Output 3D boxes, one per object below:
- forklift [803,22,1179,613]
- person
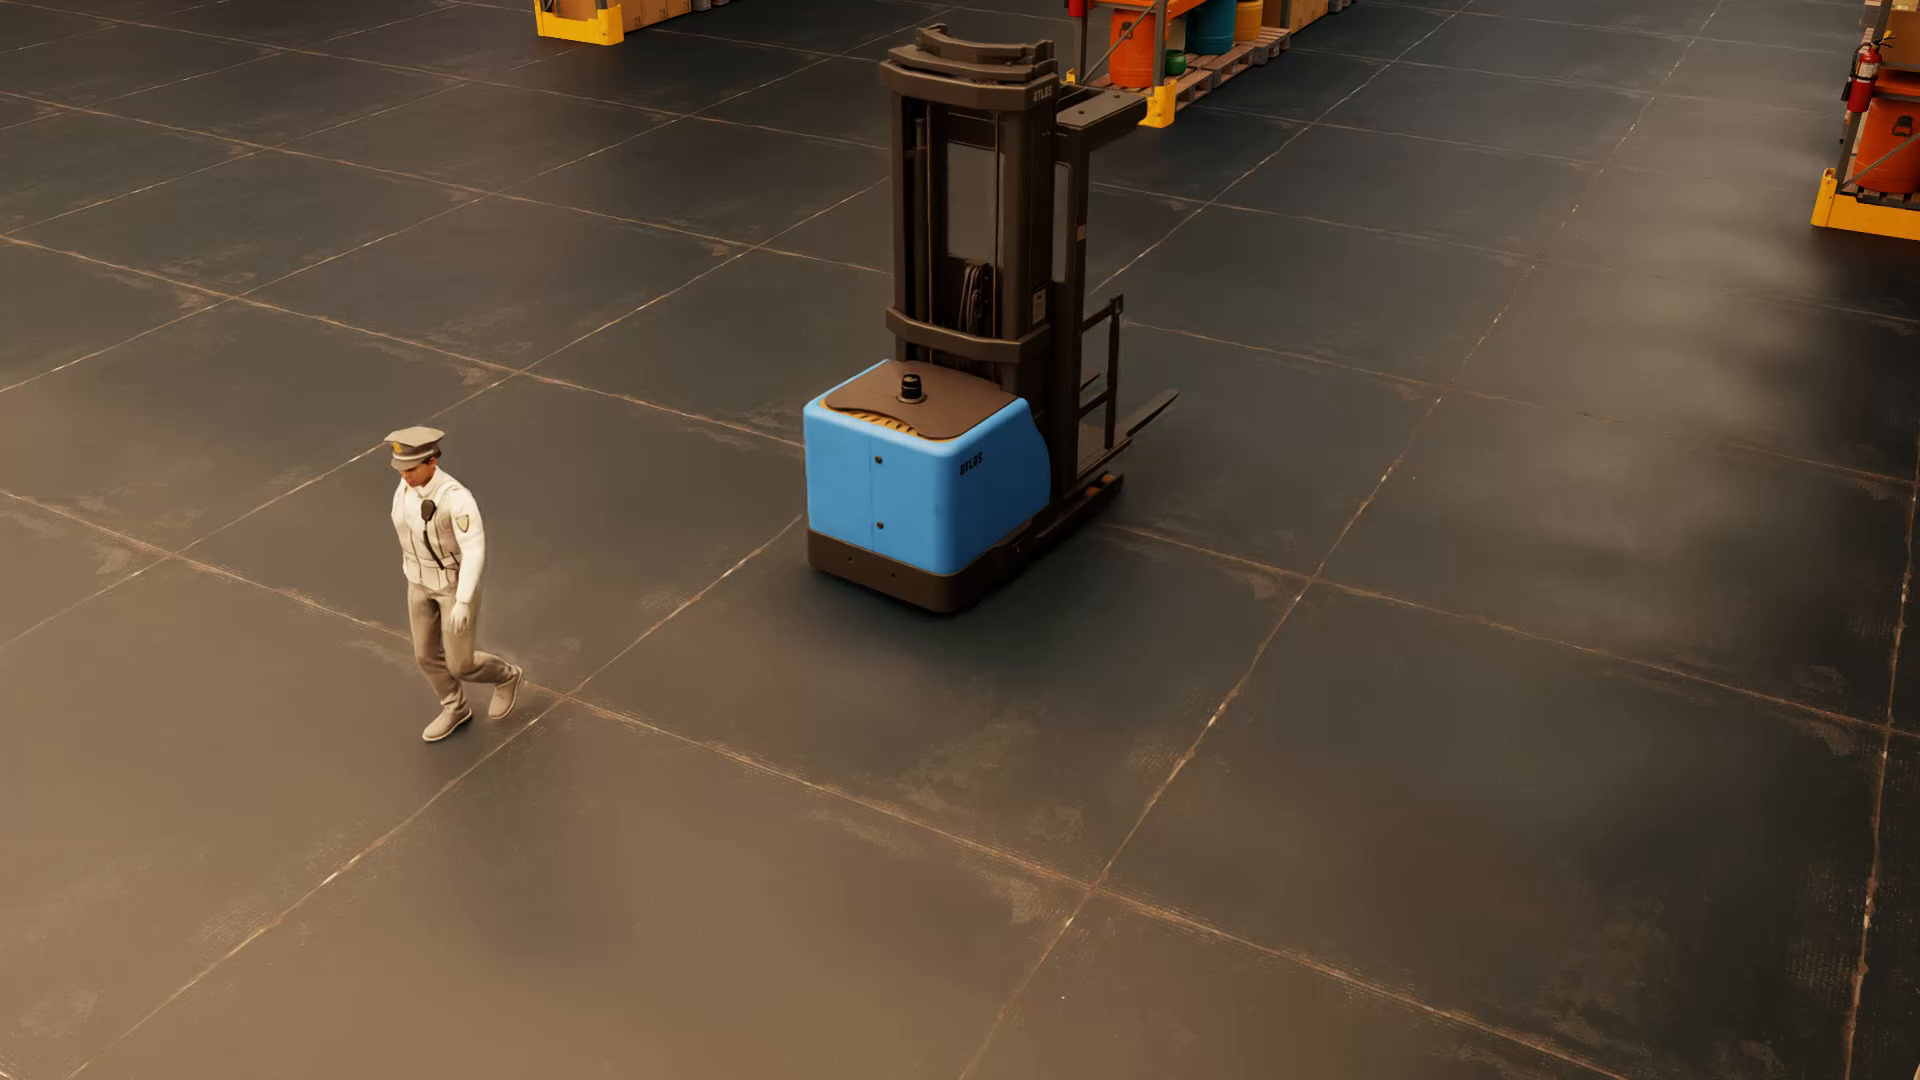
[{"bbox_3d":[0.362,-1.556,9.767,1.130,2.935,3.031,19,35,29],"label":"forklift"},{"bbox_3d":[-2.464,0.208,8.001,0.694,1.649,0.502,16,34,26],"label":"person"}]
